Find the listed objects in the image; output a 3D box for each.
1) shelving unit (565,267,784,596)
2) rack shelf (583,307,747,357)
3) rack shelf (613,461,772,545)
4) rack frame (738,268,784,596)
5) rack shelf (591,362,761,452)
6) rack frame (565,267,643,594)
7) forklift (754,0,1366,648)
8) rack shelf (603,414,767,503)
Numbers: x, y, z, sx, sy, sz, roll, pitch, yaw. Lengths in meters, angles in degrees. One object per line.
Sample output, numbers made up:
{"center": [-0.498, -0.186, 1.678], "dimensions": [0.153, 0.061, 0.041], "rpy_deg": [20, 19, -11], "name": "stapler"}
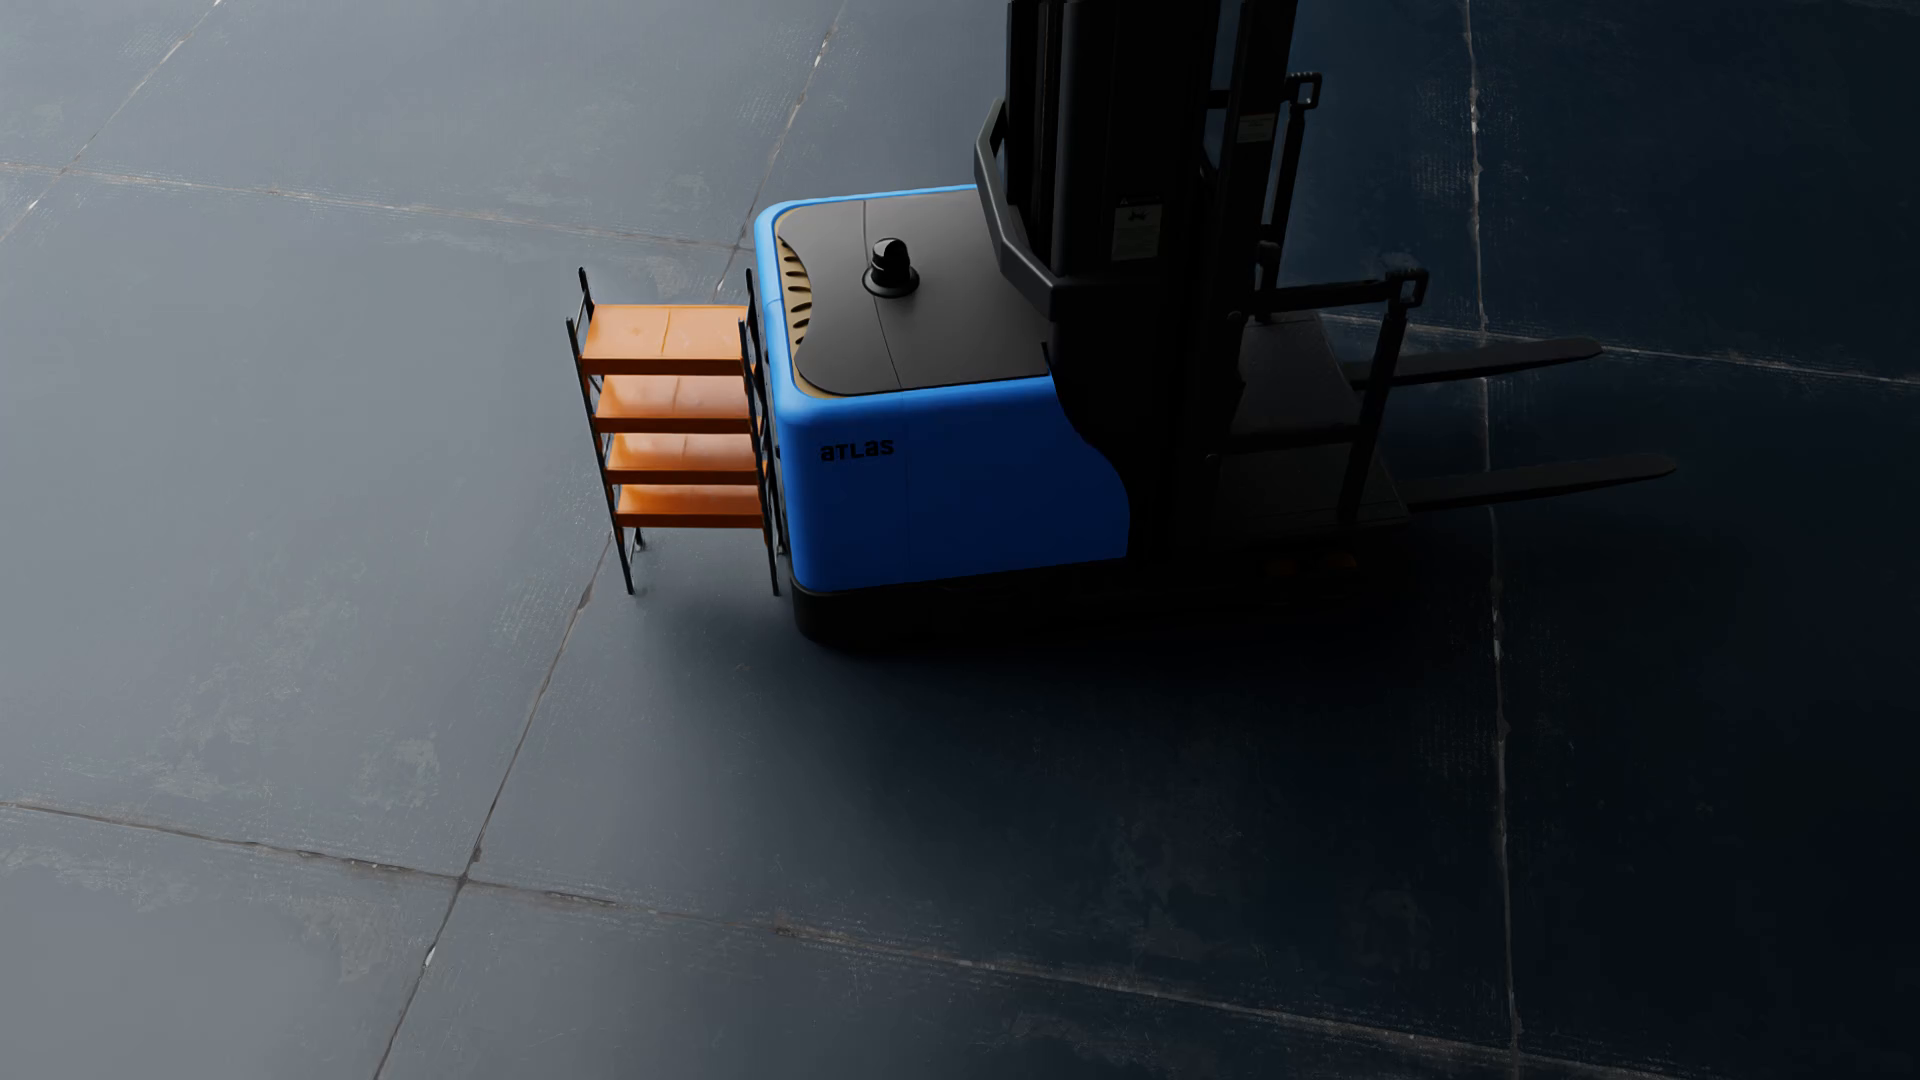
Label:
{"center": [-14.078, -2.579, 6.757], "dimensions": [26.997, 1.949, 5.397], "rpy_deg": [0, 48, 0], "name": "shelving unit"}
{"center": [-0.861, -0.595, 4.897], "dimensions": [0.457, 0.050, 0.221], "rpy_deg": [0, 48, 0], "name": "rack shelf"}
{"center": [-0.861, -0.128, 5.416], "dimensions": [0.480, 0.148, 0.258], "rpy_deg": [0, 48, 0], "name": "rack shelf"}
{"center": [-0.617, -0.304, 5.217], "dimensions": [0.015, 1.200, 0.240], "rpy_deg": [0, 48, 0], "name": "rack frame"}
{"center": [-0.861, -0.411, 5.102], "dimensions": [0.480, 0.148, 0.258], "rpy_deg": [0, 48, 0], "name": "rack shelf"}
{"center": [-1.105, -0.308, 5.220], "dimensions": [0.015, 1.200, 0.240], "rpy_deg": [0, 48, 0], "name": "rack frame"}
{"center": [0.358, -1.060, 4.775], "dimensions": [1.939, 2.867, 1.129], "rpy_deg": [-7, 48, -6], "name": "forklift"}
{"center": [-14.084, -2.732, 6.587], "dimensions": [26.985, 1.490, 5.397], "rpy_deg": [0, 48, 0], "name": "rack shelf"}
